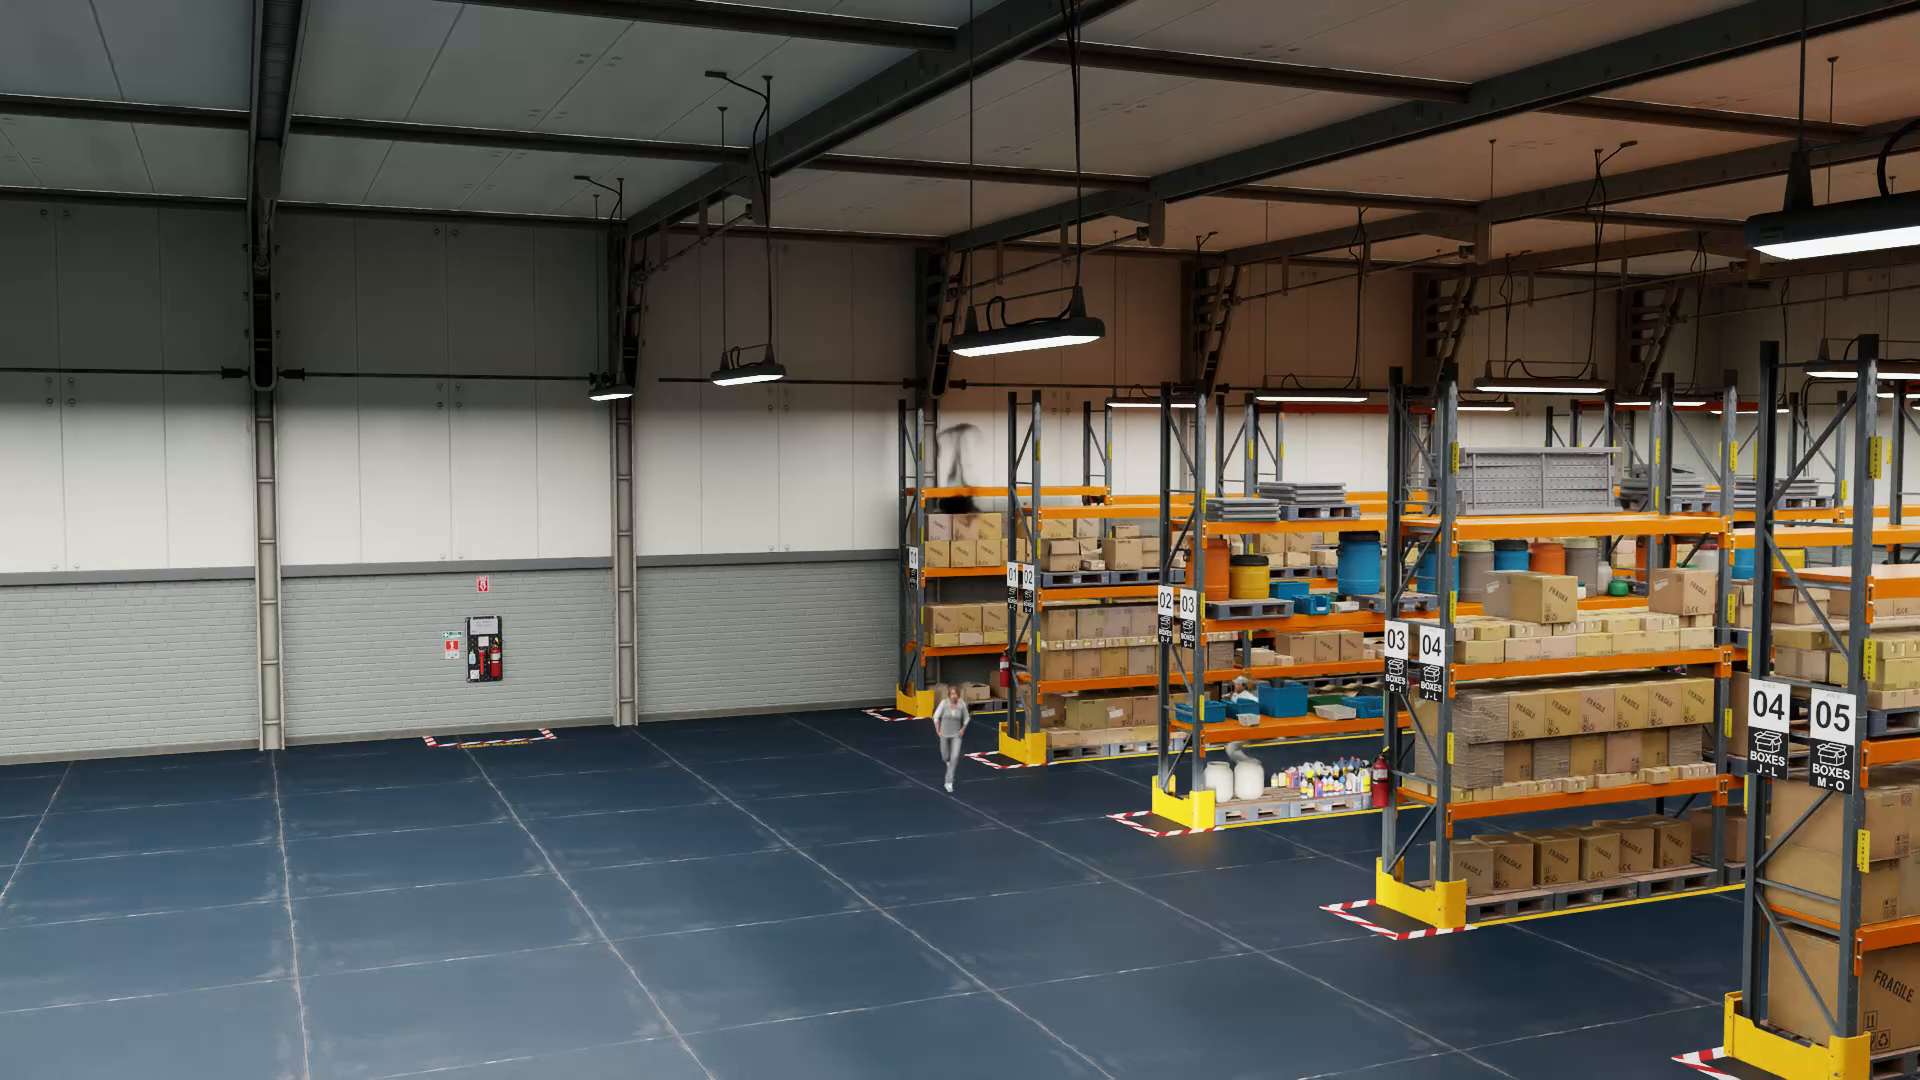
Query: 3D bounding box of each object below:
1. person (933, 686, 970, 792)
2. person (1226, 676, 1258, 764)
[{"bbox_3d":[-0.126,2.947,24.959,0.551,1.579,0.777,0,3,-1],"label":"person"},{"bbox_3d":[4.212,2.872,25.154,0.577,1.629,0.593,-1,4,-22],"label":"person"}]
